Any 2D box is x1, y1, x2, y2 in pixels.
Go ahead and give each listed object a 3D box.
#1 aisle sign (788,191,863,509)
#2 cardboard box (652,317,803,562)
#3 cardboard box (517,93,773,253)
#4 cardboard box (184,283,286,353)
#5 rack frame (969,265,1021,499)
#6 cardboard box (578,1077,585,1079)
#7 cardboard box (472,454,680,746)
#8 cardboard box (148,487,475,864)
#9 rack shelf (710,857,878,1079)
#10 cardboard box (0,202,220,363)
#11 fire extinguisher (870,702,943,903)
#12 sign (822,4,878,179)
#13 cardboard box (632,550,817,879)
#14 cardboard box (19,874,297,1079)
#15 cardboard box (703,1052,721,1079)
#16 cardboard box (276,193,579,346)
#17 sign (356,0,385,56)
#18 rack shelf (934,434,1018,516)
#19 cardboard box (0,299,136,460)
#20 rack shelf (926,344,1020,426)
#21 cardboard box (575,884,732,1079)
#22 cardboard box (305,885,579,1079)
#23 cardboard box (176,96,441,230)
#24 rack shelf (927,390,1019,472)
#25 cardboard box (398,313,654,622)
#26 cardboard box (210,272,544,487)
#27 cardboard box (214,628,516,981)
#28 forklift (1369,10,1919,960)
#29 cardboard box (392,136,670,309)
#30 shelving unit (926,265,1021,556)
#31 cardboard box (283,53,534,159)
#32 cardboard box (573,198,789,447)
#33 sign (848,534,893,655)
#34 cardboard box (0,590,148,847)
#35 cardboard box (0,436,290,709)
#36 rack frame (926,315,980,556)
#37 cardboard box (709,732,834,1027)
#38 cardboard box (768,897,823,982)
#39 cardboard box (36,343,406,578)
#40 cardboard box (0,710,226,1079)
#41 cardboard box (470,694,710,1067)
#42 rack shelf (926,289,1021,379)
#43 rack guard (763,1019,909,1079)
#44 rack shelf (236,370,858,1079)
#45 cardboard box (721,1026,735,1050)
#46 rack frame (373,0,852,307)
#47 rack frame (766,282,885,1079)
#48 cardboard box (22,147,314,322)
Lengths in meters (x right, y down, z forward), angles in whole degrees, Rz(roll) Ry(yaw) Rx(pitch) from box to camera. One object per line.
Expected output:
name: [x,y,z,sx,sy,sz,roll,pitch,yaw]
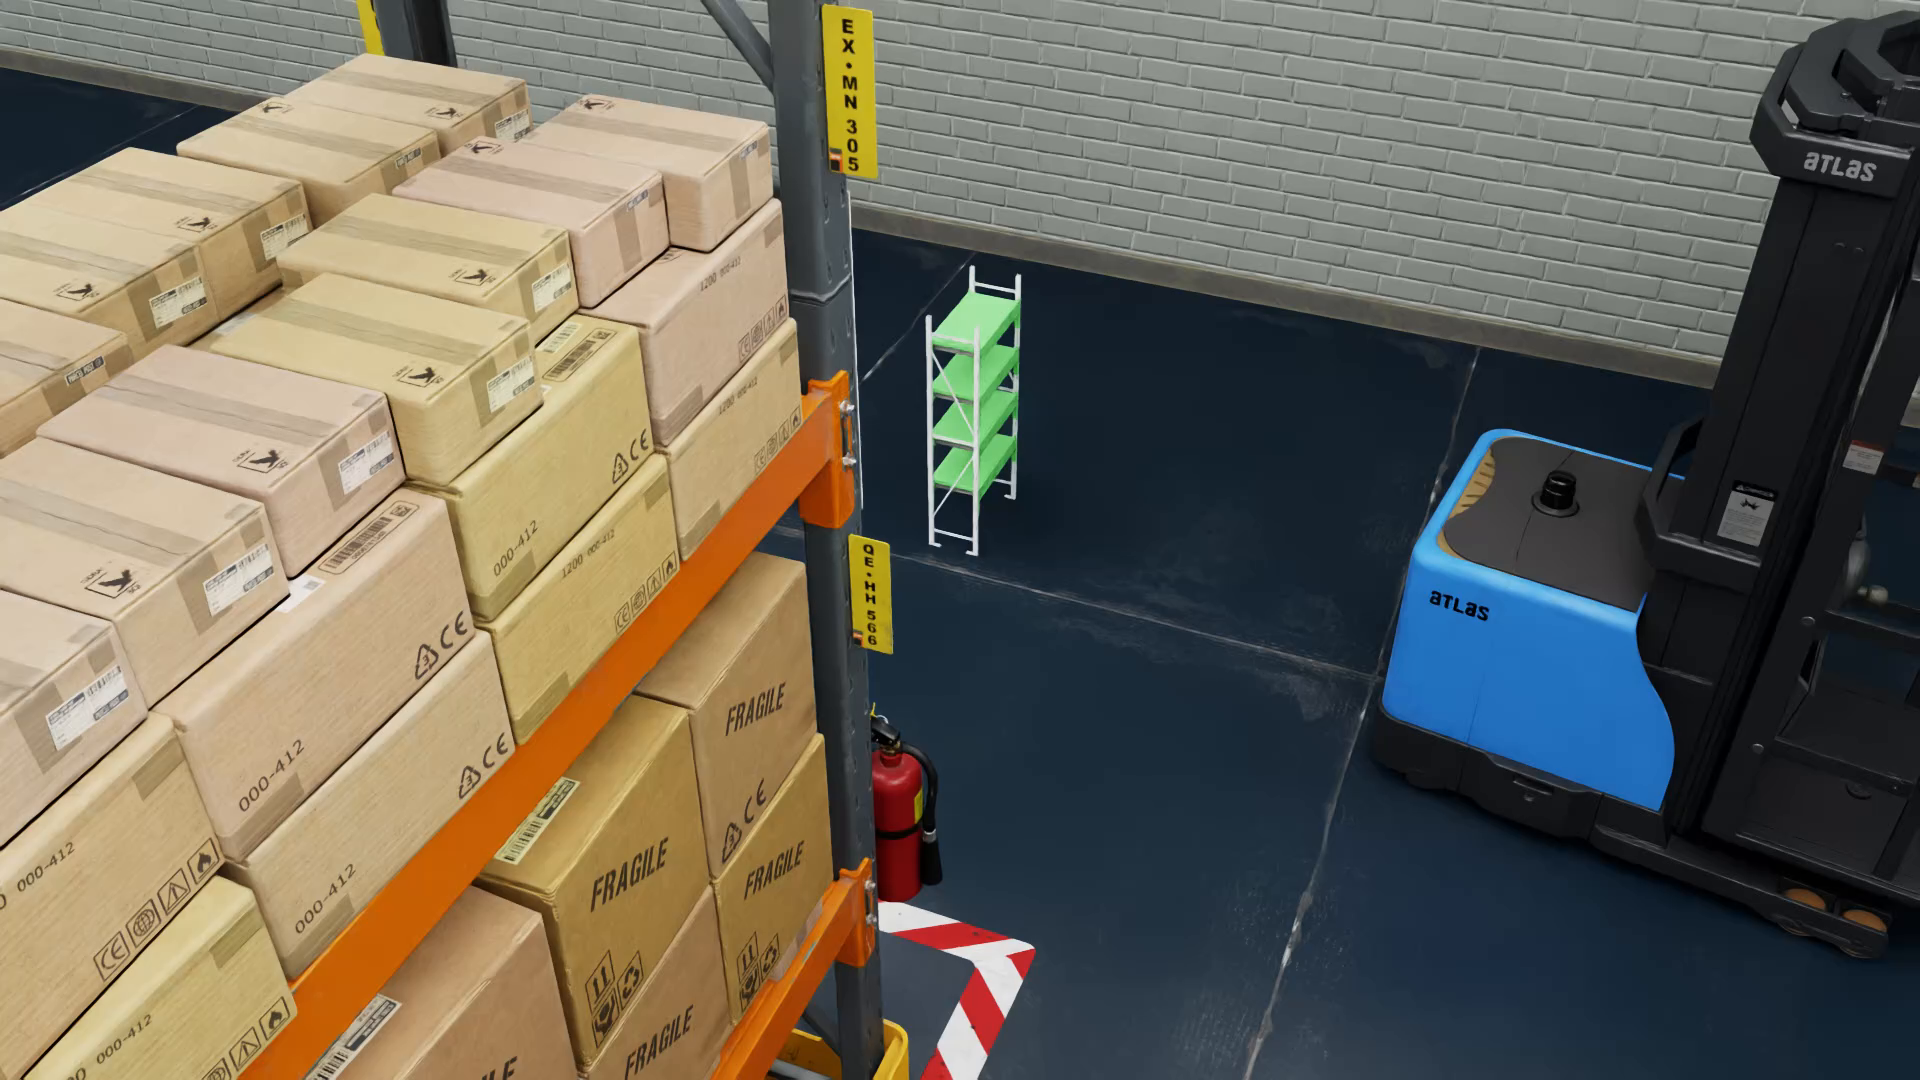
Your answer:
aisle sign: [-0.406,-0.432,3.651,0.394,0.787,0.004,14,39,18]
cardboard box: [-0.639,-0.248,3.196,0.500,0.250,0.500,13,39,17]
cardboard box: [-0.566,-0.669,3.009,0.380,0.149,0.250,14,39,17]
cardboard box: [-1.316,-0.287,2.831,0.500,0.250,0.500,13,39,17]
rack frame: [0.156,-0.707,7.694,0.240,1.200,0.015,14,39,18]
cardboard box: [-1.029,1.296,3.178,0.500,0.500,0.500,14,39,18]
cardboard box: [-0.827,0.036,2.816,0.500,0.250,0.500,14,39,18]
cardboard box: [-1.042,0.119,2.288,0.500,0.250,0.500,14,39,18]
rack shelf: [-1.472,1.977,3.201,1.077,0.370,4.000,14,39,18]
cardboard box: [-1.422,-0.388,2.632,0.380,0.149,0.250,14,39,18]
fire extinguisher: [-0.188,0.727,4.648,0.296,0.674,0.183,14,39,18]
sign: [-0.205,-0.837,3.120,0.100,0.325,0.005,14,39,18]
cardboard box: [-0.655,0.332,3.634,0.500,0.500,0.500,13,39,17]
cardboard box: [-1.212,0.606,2.053,0.500,0.250,0.500,16,40,20]
cardboard box: [-0.784,1.198,3.851,0.380,0.149,0.250,13,39,17]
cardboard box: [-0.847,-0.413,2.666,0.380,0.149,0.250,13,39,16]
sign: [-1.213,-1.094,3.473,0.100,0.325,0.005,14,39,18]
rack shelf: [0.063,-0.329,7.695,0.258,0.148,0.480,14,39,18]
cardboard box: [-1.423,-0.221,2.409,0.380,0.149,0.250,15,39,19]
rack shelf: [0.063,-0.713,7.408,0.258,0.148,0.480,14,39,18]
cardboard box: [-0.845,1.013,3.557,0.500,0.500,0.500,13,39,17]
cardboard box: [-1.037,0.902,2.871,0.500,0.500,0.500,16,40,20]
cardboard box: [-1.158,-0.656,2.991,0.380,0.149,0.250,15,39,20]
rack shelf: [0.063,-0.521,7.552,0.258,0.148,0.480,14,39,18]
cardboard box: [-0.844,-0.164,2.666,0.500,0.250,0.500,13,39,17]
cardboard box: [-0.847,-0.242,2.437,0.380,0.149,0.250,14,39,18]
cardboard box: [-1.028,0.308,2.453,0.500,0.250,0.500,16,39,20]
forklift: [3.141,-0.084,5.414,3.031,2.935,1.130,19,41,24]
cardboard box: [-0.730,-0.550,2.850,0.380,0.149,0.250,14,39,18]
shelving unit: [0.063,-0.572,7.513,0.258,1.200,0.503,14,39,18]
cardboard box: [-1.045,-0.793,3.174,0.380,0.149,0.250,14,39,17]
cardboard box: [-0.651,-0.447,3.045,0.500,0.250,0.500,13,39,16]
sign: [-0.205,0.128,3.842,0.100,0.325,0.005,14,39,18]
cardboard box: [-1.172,0.178,1.876,0.380,0.149,0.250,13,39,16]
cardboard box: [-1.082,0.033,2.070,0.380,0.149,0.250,15,39,19]
rack frame: [-0.030,-0.437,7.333,0.240,1.200,0.015,14,39,18]
cardboard box: [-0.644,0.729,3.937,0.500,0.500,0.500,15,39,19]
cardboard box: [-0.574,0.927,4.215,0.380,0.149,0.250,14,39,18]
cardboard box: [-1.000,-0.115,2.268,0.380,0.149,0.250,13,39,17]
cardboard box: [-1.245,0.396,1.917,0.500,0.250,0.500,12,38,16]
cardboard box: [-0.848,0.612,3.259,0.500,0.500,0.500,13,39,16]
rack shelf: [0.063,-0.906,7.264,0.258,0.148,0.480,14,39,18]
rack guard: [-0.740,1.624,5.159,1.175,0.500,0.348,14,39,18]
rack shelf: [-1.472,0.775,2.303,1.077,0.370,4.000,14,39,18]
cardboard box: [-0.703,1.056,4.042,0.380,0.149,0.250,14,39,18]
rack frame: [-0.711,-1.822,2.671,1.000,3.000,0.127,14,39,18]
rack frame: [-0.711,0.581,4.467,1.000,3.000,0.127,14,39,18]
cardboard box: [-1.329,-0.522,2.812,0.380,0.149,0.250,14,39,18]
